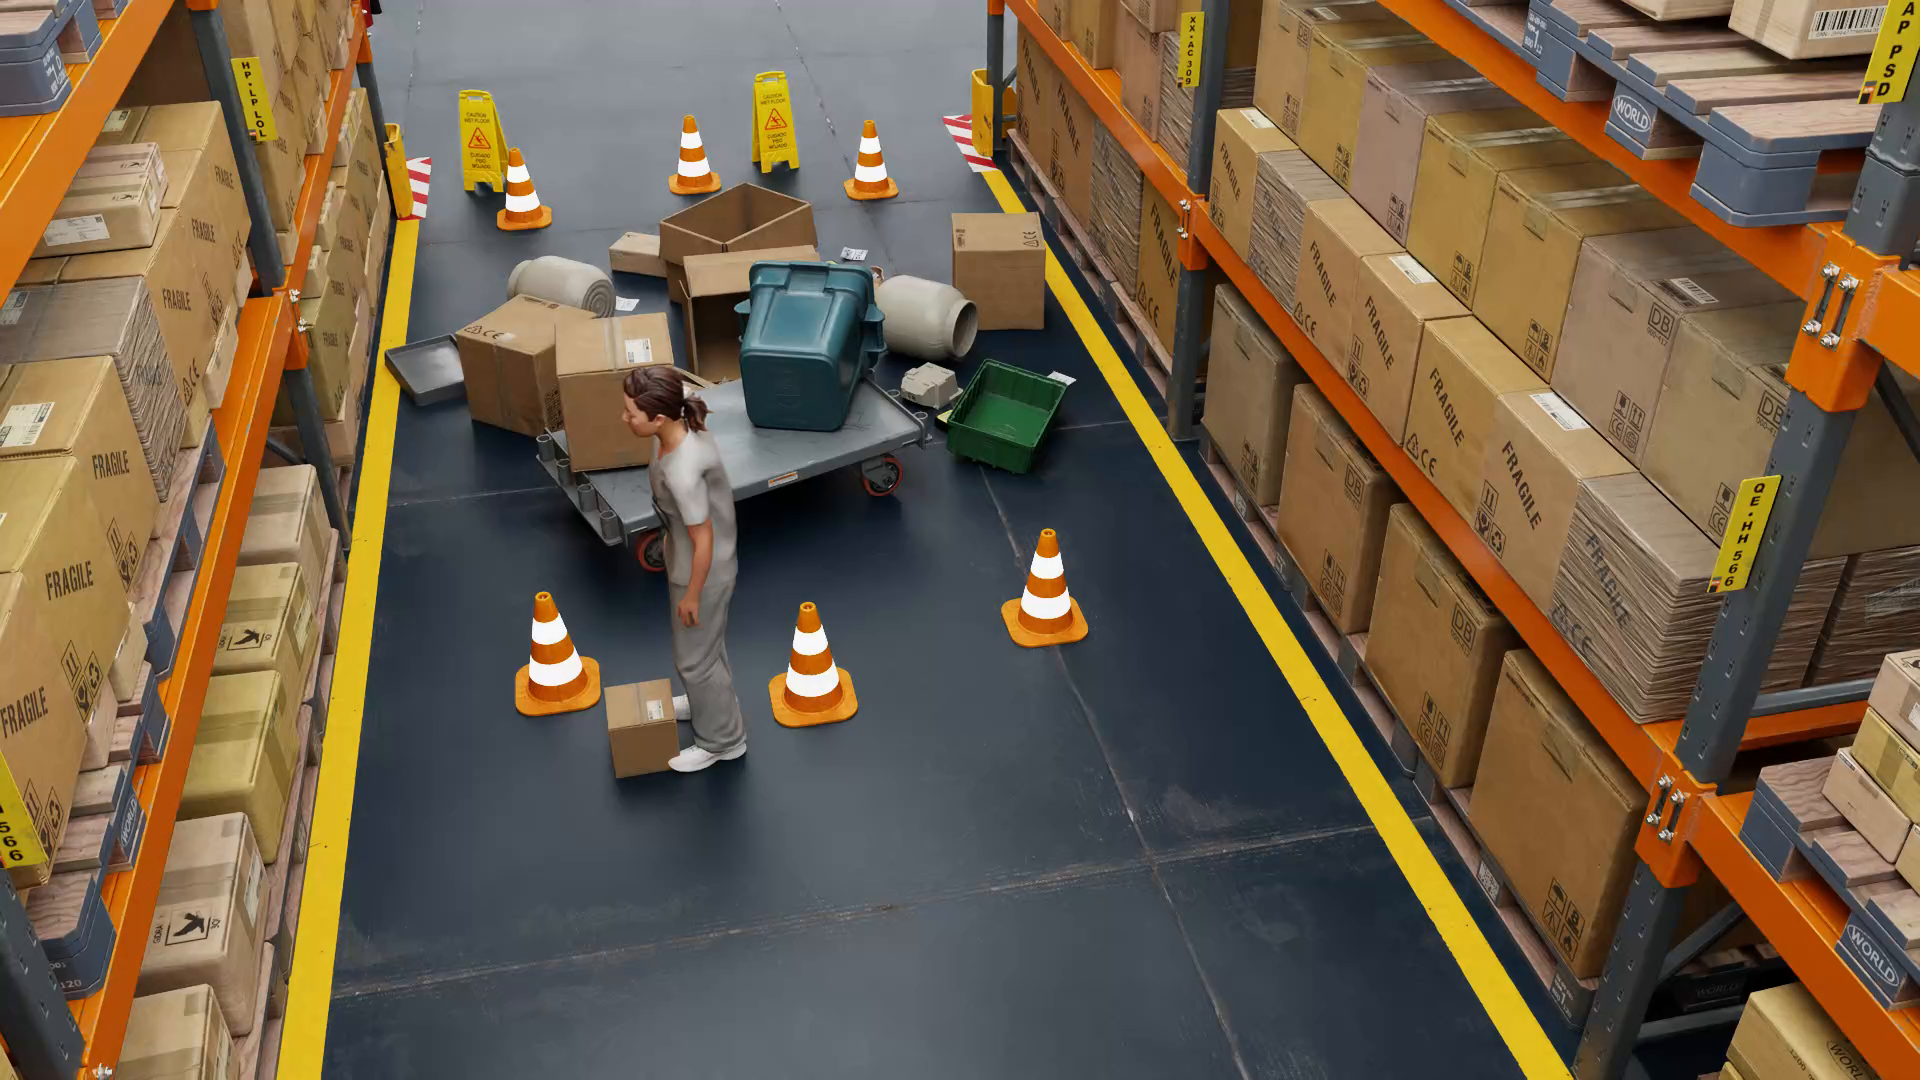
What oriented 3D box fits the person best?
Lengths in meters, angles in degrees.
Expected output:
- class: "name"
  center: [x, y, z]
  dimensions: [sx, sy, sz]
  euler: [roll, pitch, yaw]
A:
- class: "person"
  center: [-0.972, 0.097, 6.003]
  dimensions: [0.351, 1.672, 0.501]
  euler: [-8, 35, -11]
